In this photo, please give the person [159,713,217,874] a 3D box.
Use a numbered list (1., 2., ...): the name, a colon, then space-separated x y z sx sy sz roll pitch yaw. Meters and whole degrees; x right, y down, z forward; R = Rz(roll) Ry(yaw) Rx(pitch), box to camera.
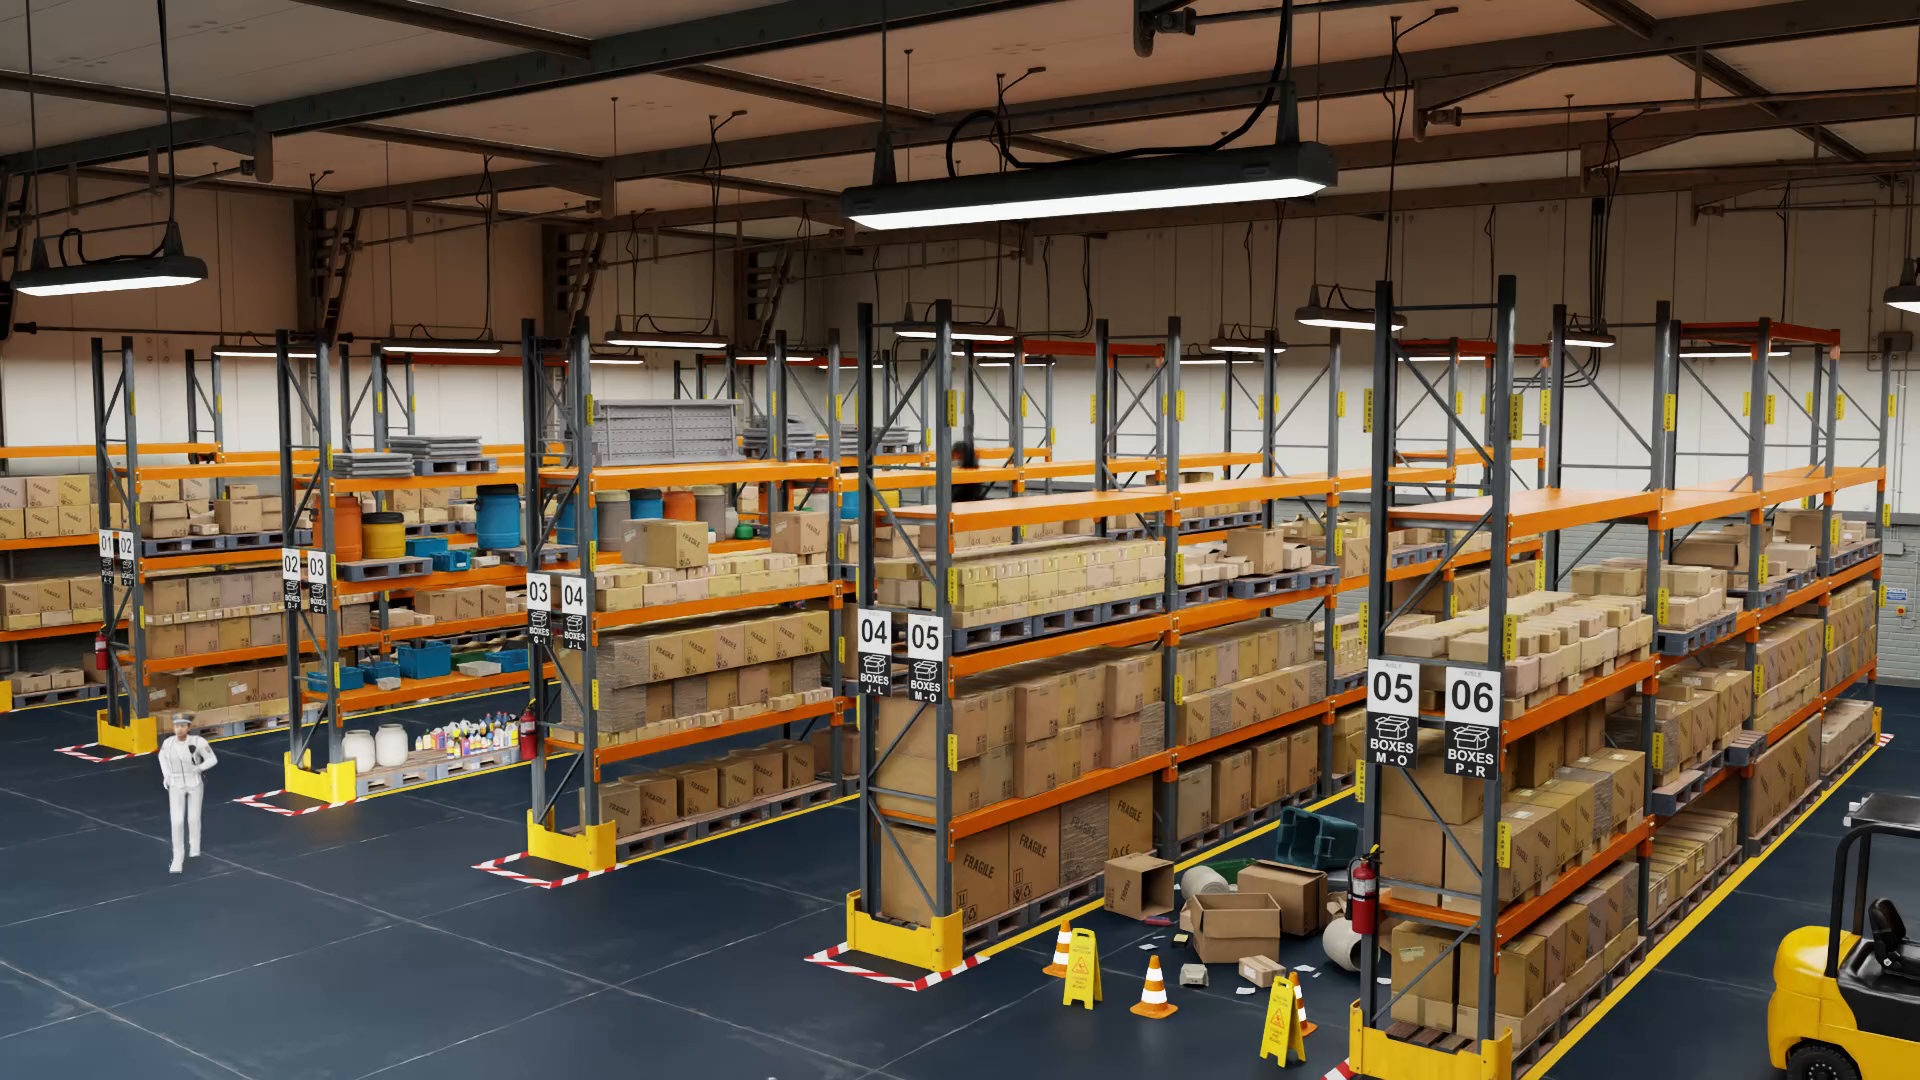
1. person: -8.475 2.738 18.273 0.606 1.744 0.759 -2 5 -20
